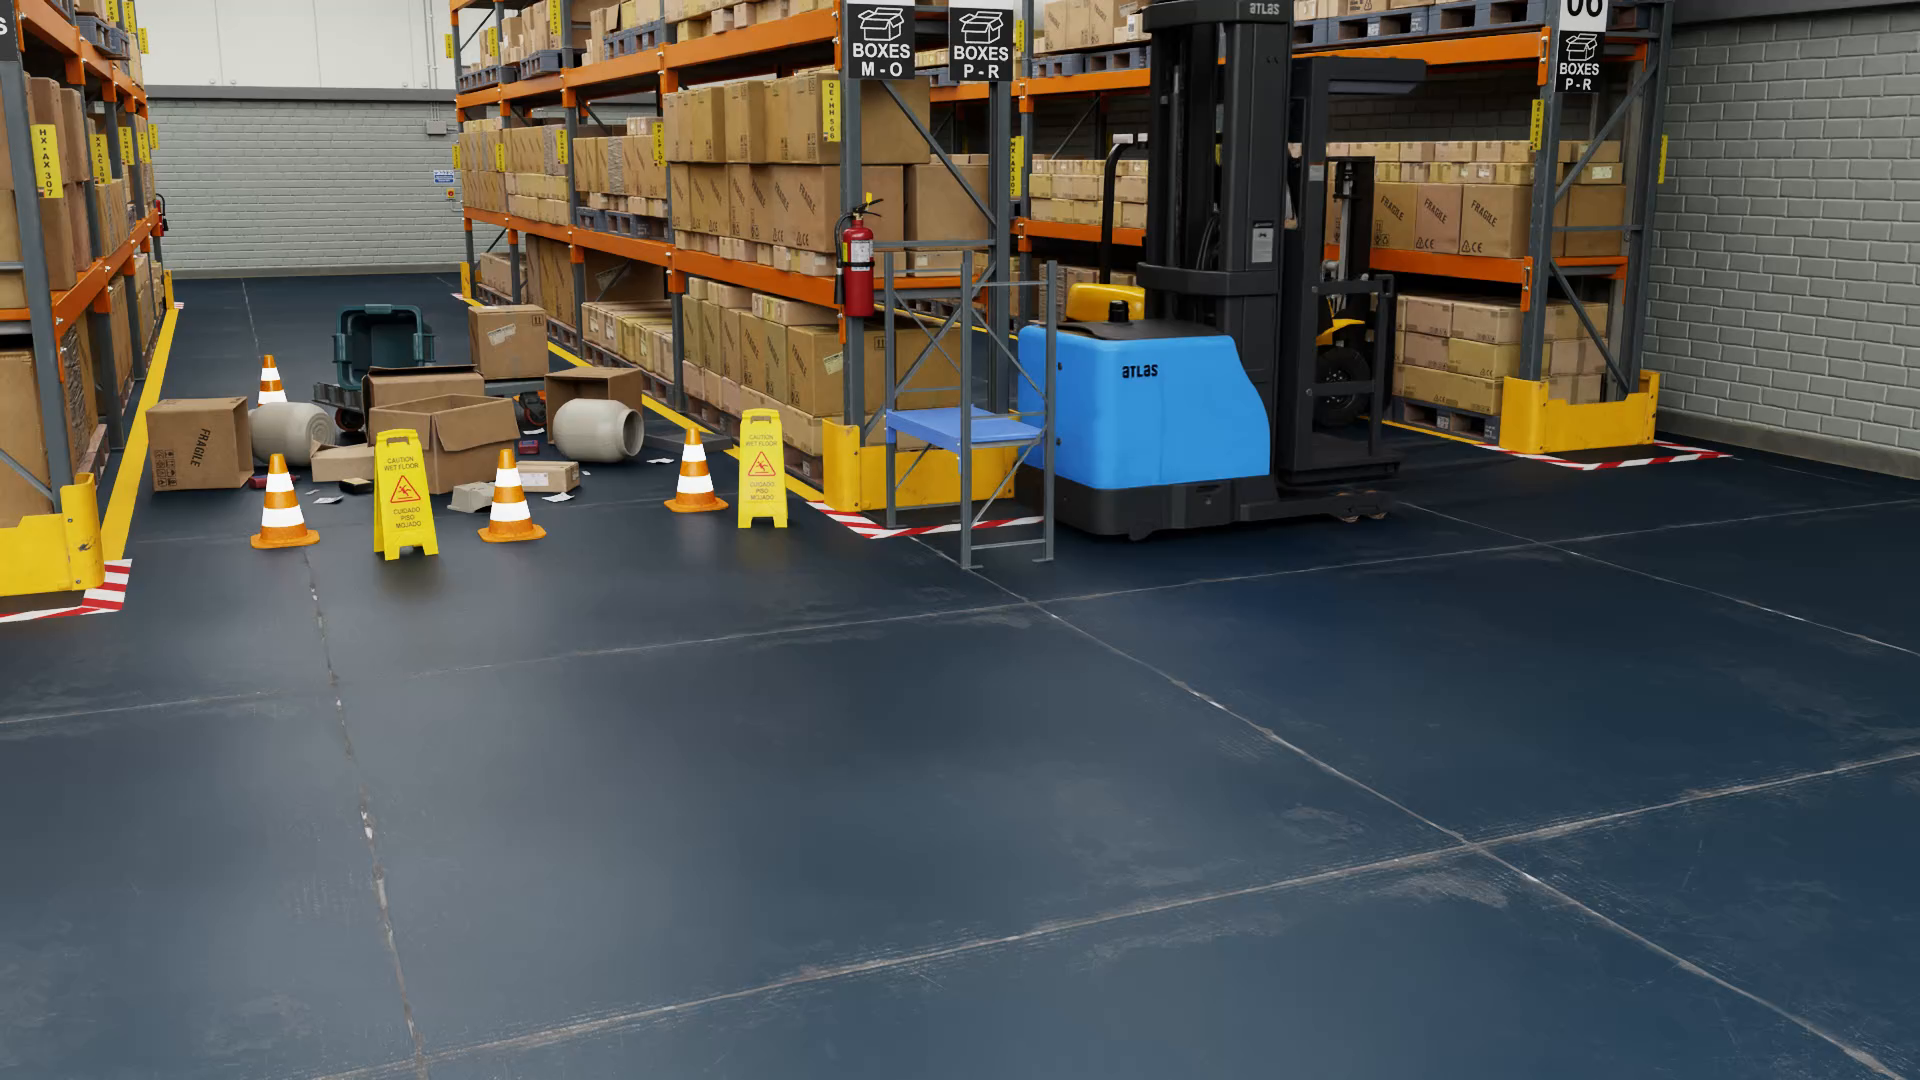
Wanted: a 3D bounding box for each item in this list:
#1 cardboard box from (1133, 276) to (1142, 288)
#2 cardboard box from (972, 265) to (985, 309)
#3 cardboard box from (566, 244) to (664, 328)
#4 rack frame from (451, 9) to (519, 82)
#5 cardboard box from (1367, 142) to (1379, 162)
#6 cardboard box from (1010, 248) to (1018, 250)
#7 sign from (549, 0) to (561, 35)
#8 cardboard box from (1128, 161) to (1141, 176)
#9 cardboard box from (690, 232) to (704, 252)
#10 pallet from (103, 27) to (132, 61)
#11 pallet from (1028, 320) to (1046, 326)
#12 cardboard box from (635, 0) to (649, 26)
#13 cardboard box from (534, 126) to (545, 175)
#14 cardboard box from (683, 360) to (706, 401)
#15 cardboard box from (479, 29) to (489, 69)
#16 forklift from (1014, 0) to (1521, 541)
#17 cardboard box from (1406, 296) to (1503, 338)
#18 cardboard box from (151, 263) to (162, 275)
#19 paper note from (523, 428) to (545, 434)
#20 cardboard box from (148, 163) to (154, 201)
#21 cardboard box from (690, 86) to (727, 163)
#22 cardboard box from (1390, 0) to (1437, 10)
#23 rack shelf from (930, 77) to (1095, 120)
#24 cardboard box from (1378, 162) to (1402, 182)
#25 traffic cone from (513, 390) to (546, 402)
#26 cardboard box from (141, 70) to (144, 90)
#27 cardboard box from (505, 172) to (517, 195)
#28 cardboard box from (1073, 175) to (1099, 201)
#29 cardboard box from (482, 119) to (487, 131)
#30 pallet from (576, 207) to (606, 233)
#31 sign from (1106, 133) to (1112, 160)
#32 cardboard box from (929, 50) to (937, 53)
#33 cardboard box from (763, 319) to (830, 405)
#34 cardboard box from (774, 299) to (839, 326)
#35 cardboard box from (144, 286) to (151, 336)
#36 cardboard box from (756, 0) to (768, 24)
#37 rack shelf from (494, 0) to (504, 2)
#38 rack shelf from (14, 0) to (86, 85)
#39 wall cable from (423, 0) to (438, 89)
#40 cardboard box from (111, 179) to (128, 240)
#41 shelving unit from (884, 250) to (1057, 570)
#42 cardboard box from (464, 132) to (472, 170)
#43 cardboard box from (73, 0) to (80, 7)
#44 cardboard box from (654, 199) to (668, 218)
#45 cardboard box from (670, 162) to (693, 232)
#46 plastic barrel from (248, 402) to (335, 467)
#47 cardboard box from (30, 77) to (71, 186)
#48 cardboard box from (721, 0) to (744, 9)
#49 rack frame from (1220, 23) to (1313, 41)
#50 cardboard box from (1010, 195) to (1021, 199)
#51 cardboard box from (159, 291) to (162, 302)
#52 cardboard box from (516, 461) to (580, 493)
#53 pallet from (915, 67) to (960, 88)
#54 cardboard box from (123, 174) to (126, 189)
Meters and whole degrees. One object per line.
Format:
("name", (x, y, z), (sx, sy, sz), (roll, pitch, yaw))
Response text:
("cardboard box", (2.232, -2.281, 16.406), (0.875, 0.625, 0.625), (-6, 14, -24))
("cardboard box", (0.383, -3.058, 20.045), (0.500, 0.500, 0.500), (-5, 14, -21))
("cardboard box", (-3.595, -2.662, 17.500), (0.875, 0.875, 0.875), (-6, 14, -23))
("rack frame", (-6.599, -7.918, 23.124), (1.000, 3.000, 0.127), (-6, 14, -23))
("cardboard box", (3.401, -3.020, 12.945), (0.380, 0.149, 0.250), (-5, 14, -22))
("cardboard box", (0.593, -3.552, 20.739), (0.380, 0.149, 0.250), (-6, 14, -25))
("sign", (-3.906, -5.046, 16.044), (0.100, 0.325, 0.005), (-6, 14, -23))
("cardboard box", (1.875, -3.642, 16.292), (0.380, 0.149, 0.250), (-5, 14, -22))
("cardboard box", (-1.811, -2.252, 12.505), (0.380, 0.149, 0.250), (-5, 14, -21))
("pallet", (-7.583, -4.116, 13.766), (1.213, 0.211, 1.003), (-5, 14, -20))
("pallet", (1.446, -2.259, 18.164), (1.003, 0.211, 1.213), (-6, 14, -23))
("cardboard box", (-2.357, -4.321, 13.638), (0.500, 0.250, 0.500), (-5, 14, -22))
("cardboard box", (-4.247, -4.170, 17.795), (0.500, 0.500, 0.500), (-6, 14, -23))
("cardboard box", (-1.803, -1.235, 12.719), (0.500, 0.250, 0.500), (-6, 14, -26))
("cardboard box", (-5.929, -6.329, 21.534), (0.500, 0.500, 0.500), (-5, 14, -22))
("forklift", (1.868, -1.627, 9.398), (3.031, 2.935, 1.130), (-6, 14, -25))
("cardboard box", (3.677, -1.663, 12.351), (0.500, 0.250, 0.500), (-5, 14, -22))
("cardboard box", (-10.381, -3.447, 21.183), (0.380, 0.149, 0.250), (-6, 14, -24))
("paper note", (-3.143, -0.806, 12.284), (0.148, 0.019, 0.142), (-6, 14, -23))
("cardboard box", (-10.265, -4.441, 20.522), (0.500, 0.500, 0.500), (-6, 14, -23))
("cardboard box", (-1.453, -2.873, 11.530), (0.700, 0.500, 0.500), (-6, 14, -24))
("cardboard box", (3.638, -4.192, 12.303), (0.700, 0.500, 0.500), (-6, 14, -23))
("rack shelf", (0.351, -5.316, 20.128), (1.077, 0.370, 4.000), (-6, 14, -23))
("cardboard box", (3.425, -2.813, 12.709), (0.380, 0.149, 0.250), (-6, 14, -23))
("traffic cone", (-3.571, -1.410, 13.935), (0.336, 0.463, 0.334), (-6, 14, -23))
("cardboard box", (-10.458, -5.741, 20.702), (0.500, 0.250, 0.500), (-6, 14, -23))
("cardboard box", (-5.079, -4.223, 19.687), (0.500, 0.250, 0.500), (-6, 14, -25))
("cardboard box", (1.499, -3.635, 17.147), (0.500, 0.250, 0.500), (-6, 14, -24))
("cardboard box", (-5.978, -5.375, 21.563), (0.380, 0.149, 0.250), (-6, 14, -23))
("pallet", (-3.011, -3.111, 16.086), (1.213, 0.211, 1.003), (-6, 14, -23))
("sign", (1.660, -4.406, 18.689), (0.100, 0.325, 0.005), (-6, 14, -23))
("cardboard box", (-0.153, -5.994, 20.207), (0.380, 0.149, 0.250), (-6, 14, -23))
("cardboard box", (-0.962, -1.169, 10.774), (0.500, 0.500, 0.500), (-5, 14, -21))
("cardboard box", (-0.958, -1.448, 10.538), (0.380, 0.149, 0.250), (-5, 14, -21))
("cardboard box", (-8.558, -2.345, 16.962), (0.500, 0.500, 0.500), (-6, 14, -24))
("cardboard box", (-1.076, -3.344, 10.571), (0.380, 0.149, 0.250), (-6, 14, -25))
("rack shelf", (-4.195, -6.133, 17.894), (1.077, 0.370, 4.000), (-6, 14, -23))
("rack shelf", (-5.486, -2.746, 9.024), (1.077, 0.370, 4.000), (-6, 14, -23))
("wall cable", (-9.136, -9.068, 28.092), (0.463, 3.000, 0.029), (-6, 14, -23))
("cardboard box", (-7.264, -2.751, 13.883), (0.500, 0.500, 0.500), (-6, 14, -23))
("shelving unit", (0.034, -0.713, 8.625), (0.538, 1.500, 1.048), (-6, 14, -23))
("cardboard box", (-6.454, -5.300, 22.678), (0.500, 0.500, 0.500), (-6, 14, -24))
("cardboard box", (-6.610, -3.953, 12.050), (0.380, 0.149, 0.250), (-6, 14, -23))
("cardboard box", (-2.251, -2.680, 13.421), (0.380, 0.149, 0.250), (-5, 14, -22))
("cardboard box", (-1.871, -2.594, 12.542), (0.500, 0.500, 0.500), (-6, 14, -23))
("plastic barrel", (-4.427, -0.697, 10.943), (0.512, 0.421, 0.421), (4, 14, 16))
("cardboard box", (-5.202, -2.134, 8.711), (0.875, 0.550, 0.550), (-6, 14, -23))
("cardboard box", (-1.258, -3.619, 10.875), (0.500, 0.250, 0.500), (-5, 14, -22))
("rack frame", (2.755, -5.888, 14.352), (1.000, 3.000, 0.127), (-6, 14, -23))
("cardboard box", (0.538, -3.975, 19.017), (0.380, 0.149, 0.250), (-5, 14, -22))
("cardboard box", (-10.199, -3.050, 20.786), (0.380, 0.149, 0.250), (-6, 14, -25))
("cardboard box", (-2.565, -0.389, 10.220), (0.380, 0.149, 0.250), (1, 13, 6))
("pallet", (0.165, -5.633, 20.319), (1.213, 0.211, 1.003), (-6, 14, -23))
("cardboard box", (-8.834, -3.702, 17.177), (0.380, 0.149, 0.250), (-6, 14, -25))
